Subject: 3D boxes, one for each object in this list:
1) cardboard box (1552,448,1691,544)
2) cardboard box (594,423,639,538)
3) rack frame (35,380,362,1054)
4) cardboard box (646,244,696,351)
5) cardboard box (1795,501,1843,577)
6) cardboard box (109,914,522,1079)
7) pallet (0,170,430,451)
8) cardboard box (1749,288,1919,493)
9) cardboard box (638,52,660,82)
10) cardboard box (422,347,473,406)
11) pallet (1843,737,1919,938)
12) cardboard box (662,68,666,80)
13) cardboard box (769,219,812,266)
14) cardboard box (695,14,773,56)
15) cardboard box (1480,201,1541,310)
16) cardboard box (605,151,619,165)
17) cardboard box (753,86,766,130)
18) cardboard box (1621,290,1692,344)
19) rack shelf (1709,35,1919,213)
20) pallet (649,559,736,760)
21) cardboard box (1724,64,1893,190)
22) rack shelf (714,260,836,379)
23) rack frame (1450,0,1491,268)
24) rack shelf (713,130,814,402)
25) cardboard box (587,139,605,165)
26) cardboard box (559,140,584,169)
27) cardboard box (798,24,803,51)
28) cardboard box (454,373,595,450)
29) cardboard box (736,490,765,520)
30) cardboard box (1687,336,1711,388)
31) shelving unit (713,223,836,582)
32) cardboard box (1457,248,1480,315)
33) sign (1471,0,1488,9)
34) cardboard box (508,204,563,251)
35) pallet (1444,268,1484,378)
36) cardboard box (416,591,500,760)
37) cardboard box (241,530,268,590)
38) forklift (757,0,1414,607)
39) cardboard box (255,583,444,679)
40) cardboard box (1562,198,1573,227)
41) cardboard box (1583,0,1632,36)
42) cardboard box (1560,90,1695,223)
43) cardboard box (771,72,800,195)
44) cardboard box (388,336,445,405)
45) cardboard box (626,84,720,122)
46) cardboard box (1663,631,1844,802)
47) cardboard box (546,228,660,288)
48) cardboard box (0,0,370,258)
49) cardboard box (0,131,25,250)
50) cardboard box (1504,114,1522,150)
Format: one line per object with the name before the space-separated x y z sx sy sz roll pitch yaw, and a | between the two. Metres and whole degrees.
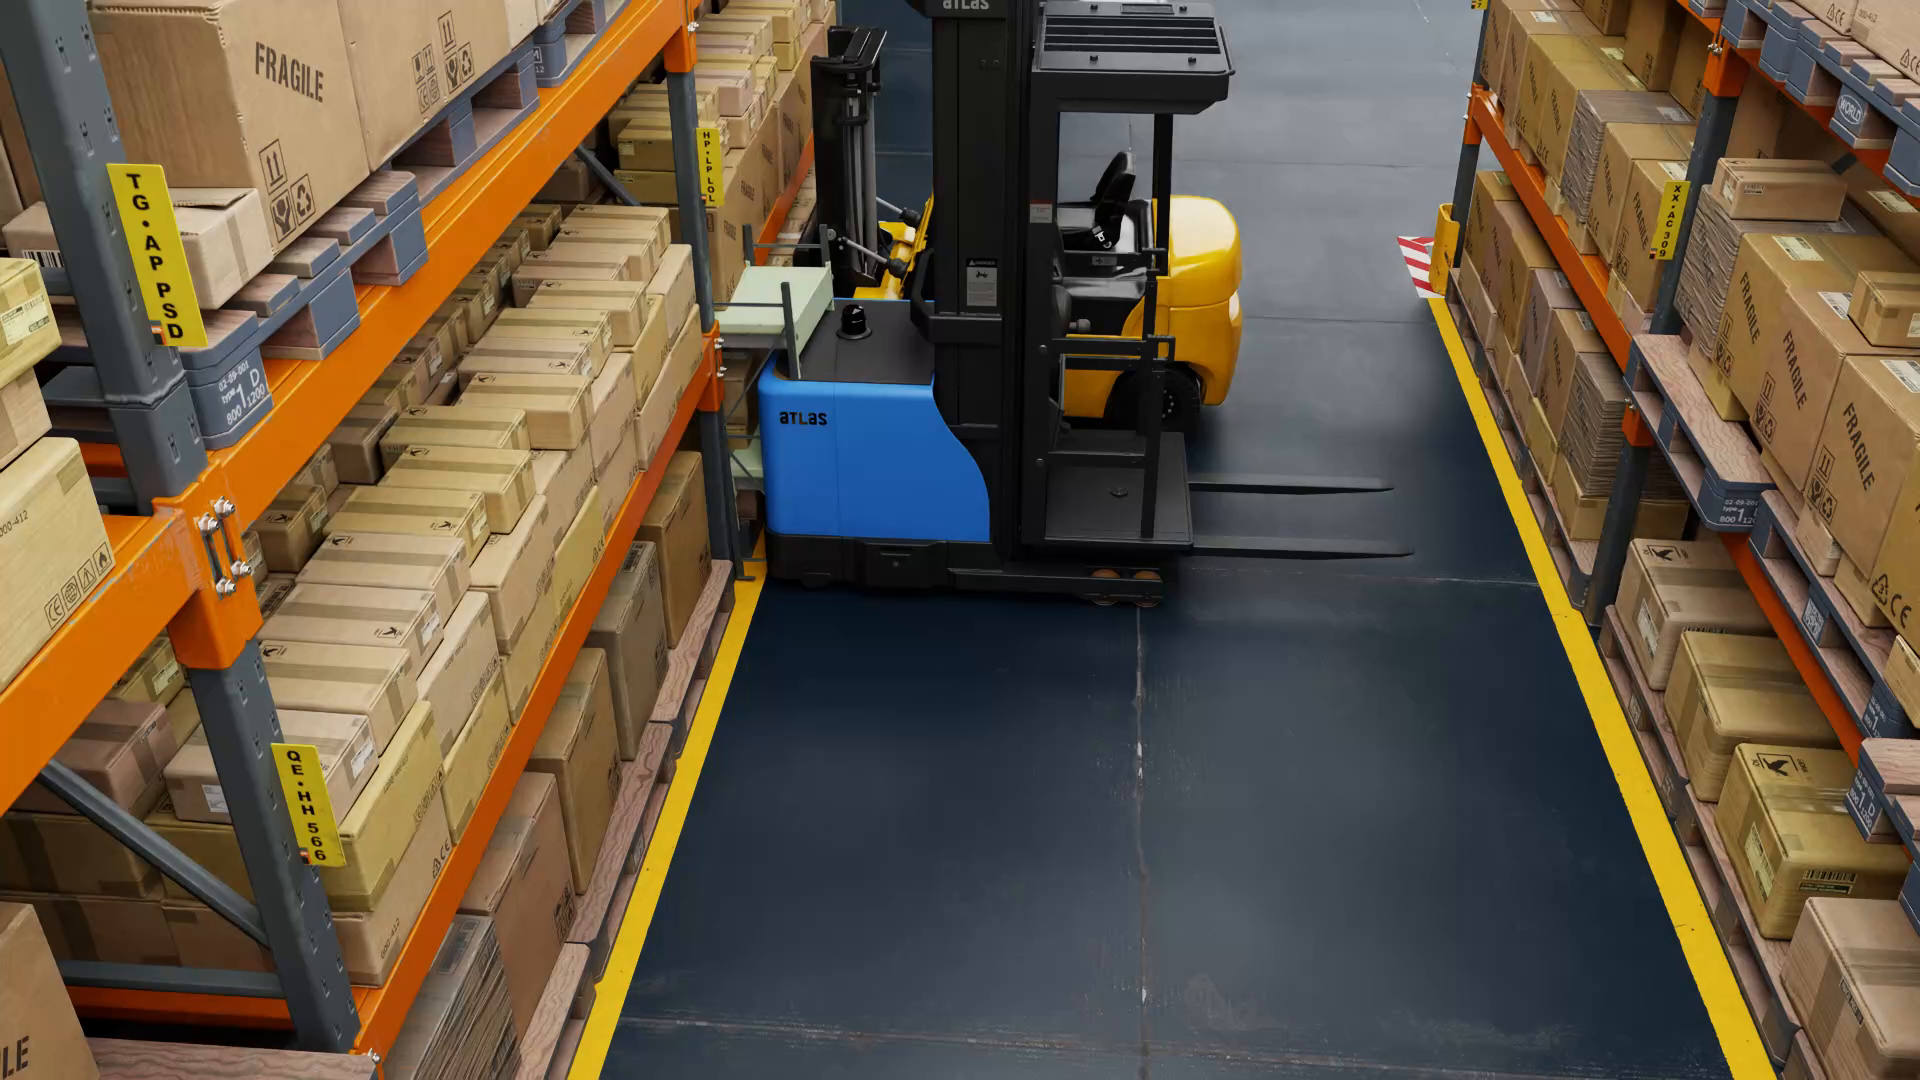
cardboard box | 3.154 -0.215 7.960 0.500 0.250 0.500 4 32 6
cardboard box | -1.460 -0.236 5.917 0.500 0.250 0.500 3 32 4
rack frame | -1.899 0.996 3.775 1.000 3.000 0.127 2 32 4
cardboard box | -1.359 -0.977 6.643 0.500 0.250 0.500 2 32 3
cardboard box | 2.880 -0.002 5.233 0.380 0.149 0.250 4 32 6
cardboard box | -1.835 1.502 4.816 0.875 0.625 0.625 3 32 6
pallet | -1.933 -0.560 3.620 1.213 0.211 1.003 4 32 6
cardboard box | 2.956 -0.481 5.392 0.500 0.500 0.500 2 32 4
cardboard box | -1.713 -2.389 8.271 0.380 0.149 0.250 2 32 3
cardboard box | -1.975 -0.460 5.804 0.500 0.250 0.500 2 32 3
pallet | 3.000 0.910 4.097 1.213 0.211 1.003 2 32 4
cardboard box | -1.679 -2.400 8.571 0.380 0.149 0.250 1 32 2
cardboard box | -1.090 -1.571 9.208 0.500 0.250 0.500 2 32 3
cardboard box | -1.186 -2.634 8.668 0.380 0.149 0.250 3 32 5
cardboard box | 3.319 -1.609 9.507 0.500 0.500 0.500 1 32 2
cardboard box | -1.762 -1.645 7.966 0.500 0.500 0.500 3 32 5
cardboard box | -1.156 -2.106 8.095 0.380 0.149 0.250 2 32 3
cardboard box | 3.096 -0.960 7.188 0.380 0.149 0.250 2 32 3
rack shelf | 3.211 -0.811 4.533 1.077 0.370 4.000 2 32 4
pallet | -1.595 0.478 7.273 1.003 0.211 1.213 2 32 4
cardboard box | 3.626 -1.702 6.820 0.700 0.500 0.500 2 32 3
rack shelf | -0.859 -0.981 7.642 0.431 0.370 0.720 2 30 9
rack frame | 3.699 -2.977 10.222 1.000 3.000 0.127 2 32 4
rack shelf | -1.411 -1.836 9.055 1.077 0.370 4.000 2 32 4
cardboard box | -1.818 -1.726 7.478 0.380 0.149 0.250 2 32 3
cardboard box | -1.849 -1.721 7.187 0.380 0.149 0.250 3 32 4
cardboard box | -1.077 -2.774 9.179 0.380 0.149 0.250 1 32 2
cardboard box | -1.399 -0.415 5.351 0.380 0.149 0.250 2 32 3
cardboard box | -1.204 -0.343 8.168 0.500 0.250 0.500 3 32 4
cardboard box | 3.014 -0.682 6.337 0.380 0.149 0.250 3 32 5
shelving unit | -0.842 -0.643 7.837 0.431 1.500 0.755 2 30 9
cardboard box | 3.358 -1.576 10.168 0.500 0.250 0.500 2 32 4
sign | 3.159 -3.369 10.033 0.100 0.325 0.005 2 32 4
cardboard box | -1.816 -1.240 6.690 0.380 0.149 0.250 2 32 3
pallet | 3.592 -1.327 10.203 1.003 0.211 1.213 2 32 4
cardboard box | -1.578 0.363 4.468 0.500 0.250 0.500 3 32 6
cardboard box | -2.132 0.092 4.527 0.380 0.149 0.250 2 32 3
forklift | 0.623 -1.225 7.444 3.031 2.935 1.130 2 32 3
cardboard box | -1.564 0.248 4.275 0.380 0.149 0.250 3 32 5
cardboard box | 3.226 -1.624 8.265 0.380 0.149 0.250 2 32 3
cardboard box | 3.827 -3.032 8.978 0.700 0.500 0.500 3 32 4
cardboard box | 3.235 -1.839 7.996 0.500 0.500 0.500 3 32 5
cardboard box | -1.149 -2.159 8.800 0.500 0.500 0.500 3 32 4
cardboard box | -1.973 -0.576 5.611 0.380 0.149 0.250 2 32 4
cardboard box | -1.309 -1.970 7.590 0.380 0.149 0.250 2 32 3
cardboard box | 3.278 0.704 6.352 0.950 0.372 0.625 4 32 7
cardboard box | -1.383 -1.091 6.447 0.380 0.149 0.250 2 32 3
cardboard box | -1.598 -0.914 3.423 0.500 0.500 0.500 3 32 4
cardboard box | -2.096 -0.829 3.524 0.500 0.250 0.500 2 32 4
cardboard box | 3.290 -2.303 9.368 0.380 0.149 0.250 3 32 5
